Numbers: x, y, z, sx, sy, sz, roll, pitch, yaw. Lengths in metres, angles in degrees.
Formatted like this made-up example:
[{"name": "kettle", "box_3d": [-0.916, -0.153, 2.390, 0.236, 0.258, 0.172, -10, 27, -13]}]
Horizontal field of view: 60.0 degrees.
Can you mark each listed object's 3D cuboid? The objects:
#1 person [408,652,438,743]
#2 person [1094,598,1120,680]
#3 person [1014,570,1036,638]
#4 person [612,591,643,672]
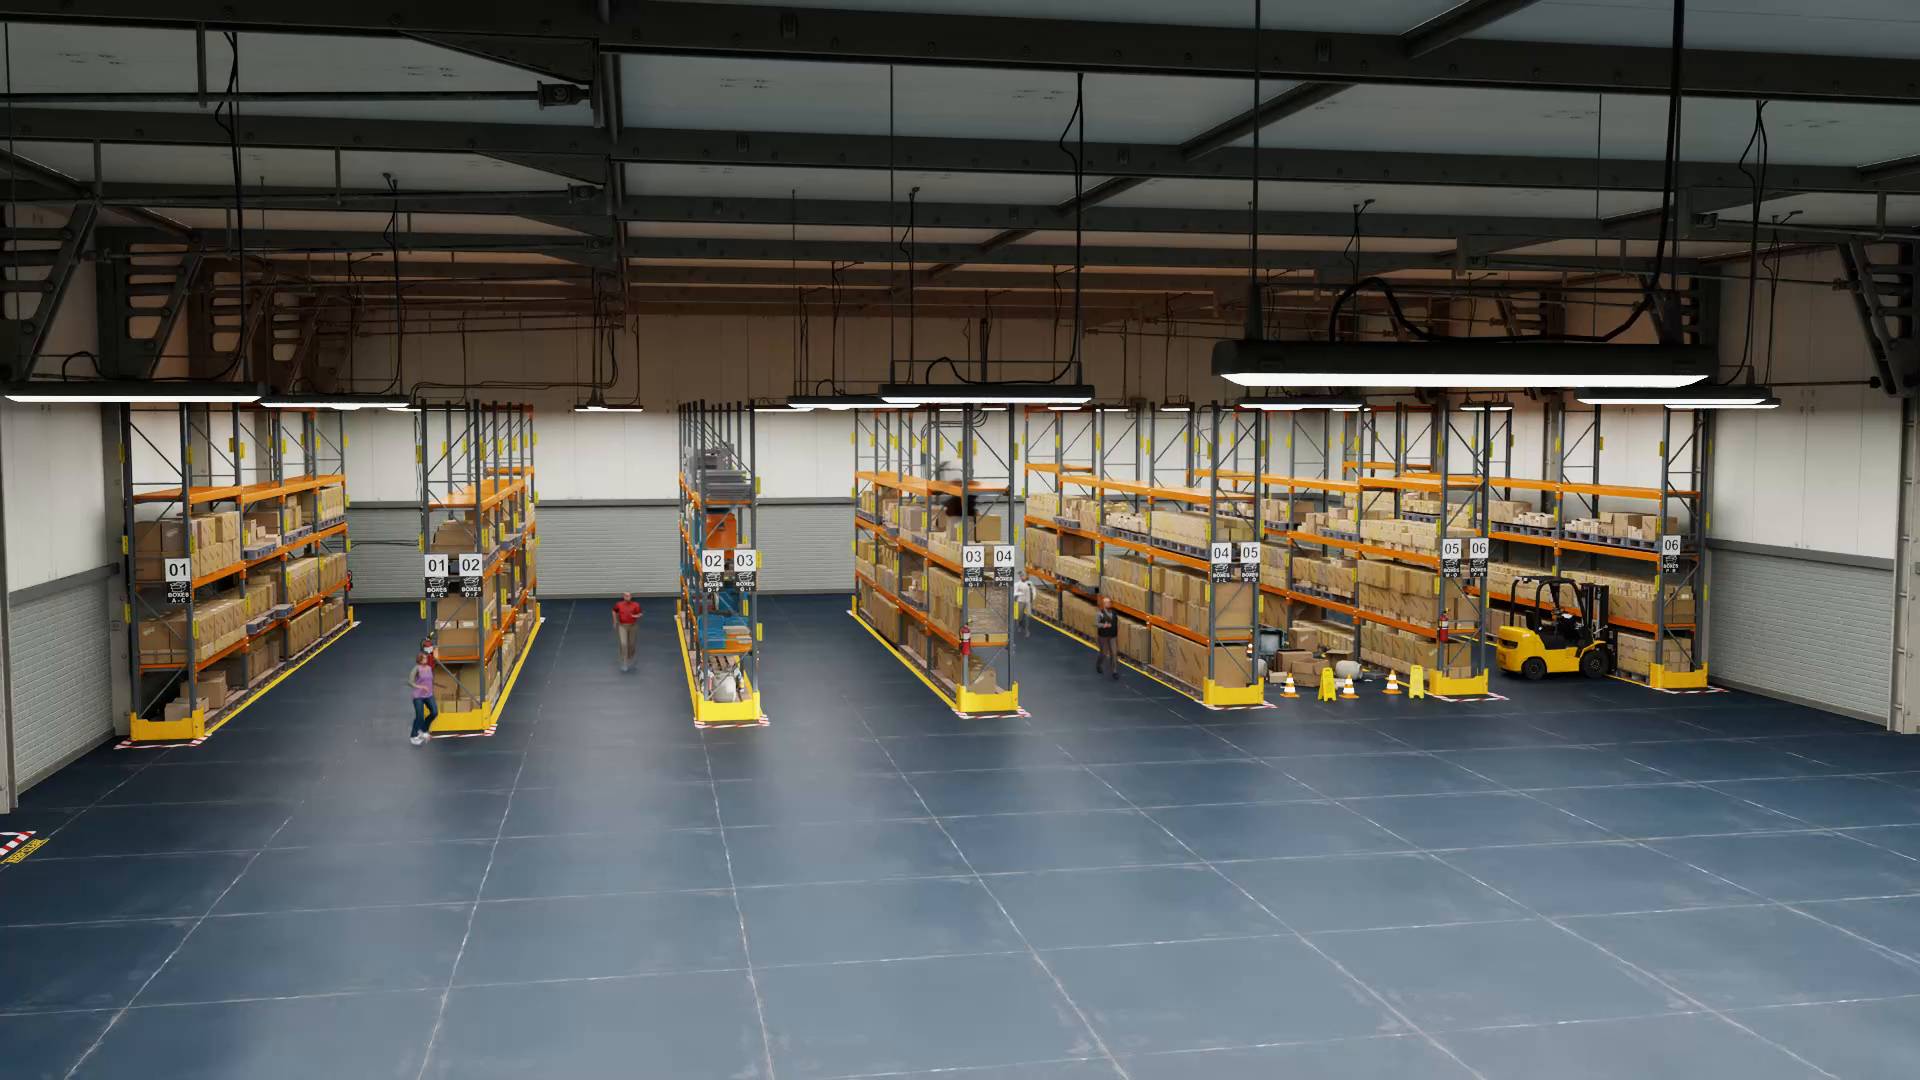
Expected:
[{"name": "person", "box_3d": [-9.328, 2.747, 28.964, 0.521, 1.575, 0.553, 3, 5, 35]}, {"name": "person", "box_3d": [3.197, 2.119, 36.051, 0.657, 1.724, 0.950, -1, 5, -19]}, {"name": "person", "box_3d": [1.677, 1.643, 43.100, 0.620, 1.728, 0.818, 0, 4, -5]}, {"name": "person", "box_3d": [-7.474, 2.030, 37.430, 0.649, 1.772, 0.867, -1, 4, -15]}]
